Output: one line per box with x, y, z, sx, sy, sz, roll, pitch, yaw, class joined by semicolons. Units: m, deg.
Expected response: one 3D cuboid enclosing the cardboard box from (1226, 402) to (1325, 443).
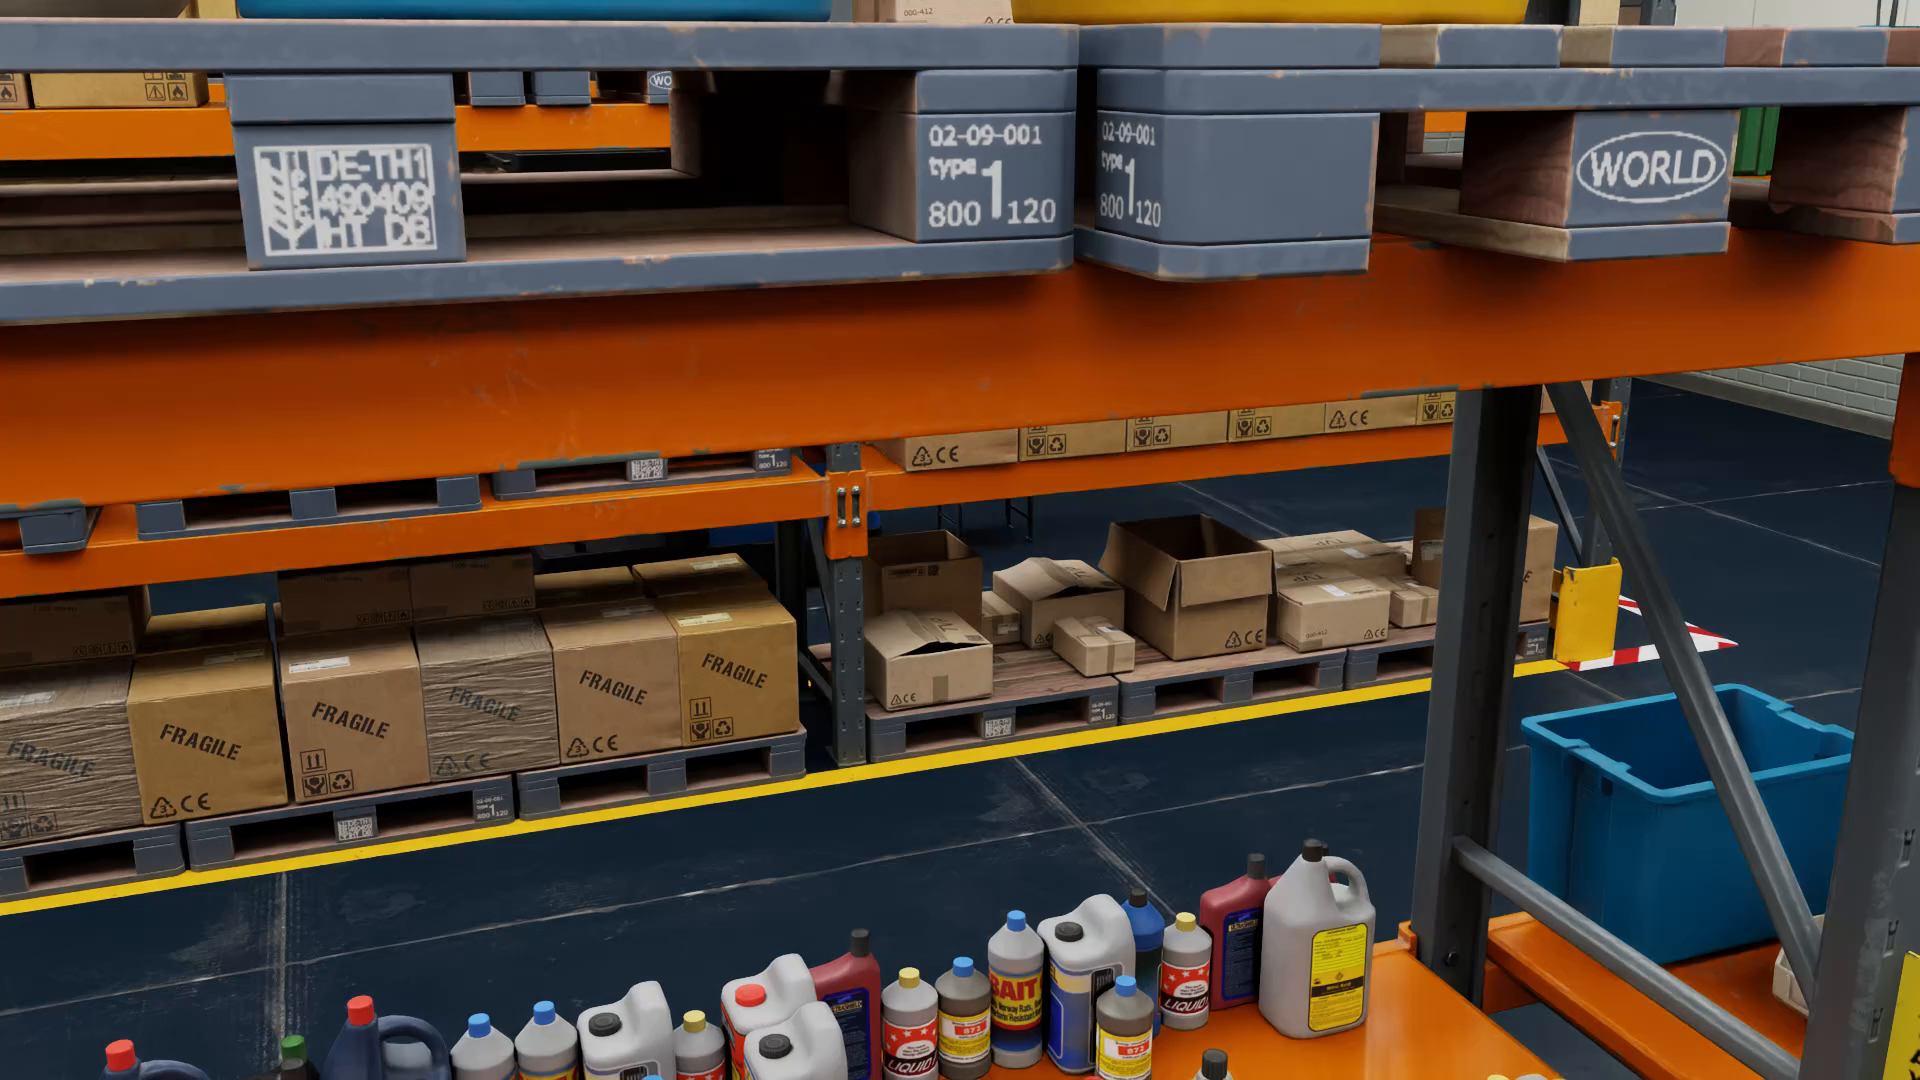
1.349;-0.764;7.700;0.500;0.500;0.500;-6;18;-21;cardboard box

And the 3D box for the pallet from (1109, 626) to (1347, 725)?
1.139;0.562;8.309;1.213;0.211;1.003;-6;17;-20;pallet

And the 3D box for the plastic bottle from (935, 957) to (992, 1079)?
0.006;0.814;2.855;0.097;0.201;0.097;0;16;0;plastic bottle

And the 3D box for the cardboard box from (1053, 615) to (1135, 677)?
0.629;0.490;7.852;0.250;0.166;0.380;-6;17;-20;cardboard box

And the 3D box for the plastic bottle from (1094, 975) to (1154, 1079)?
0.277;0.831;2.799;0.097;0.201;0.097;0;16;0;plastic bottle

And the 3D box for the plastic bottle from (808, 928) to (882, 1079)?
-0.200;0.791;2.787;0.133;0.283;0.061;-6;17;-20;plastic bottle

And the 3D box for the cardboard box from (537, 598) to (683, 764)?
-1.467;0.578;6.960;0.500;0.500;0.500;-6;17;-20;cardboard box

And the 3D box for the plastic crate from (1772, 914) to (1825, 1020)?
1.611;0.809;2.880;0.243;0.136;0.396;-6;17;-20;plastic crate

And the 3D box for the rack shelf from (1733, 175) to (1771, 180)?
2.992;-0.575;3.185;4.000;0.370;1.077;-6;17;-20;rack shelf

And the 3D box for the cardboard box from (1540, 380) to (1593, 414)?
2.770;-0.917;8.220;0.500;0.500;0.500;-6;17;-18;cardboard box

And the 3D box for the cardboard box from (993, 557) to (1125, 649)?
0.487;0.289;8.283;0.500;0.311;0.500;-6;17;-20;cardboard box

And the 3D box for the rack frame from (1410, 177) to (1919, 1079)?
1.125;0.721;2.819;0.127;3.000;1.000;-6;17;-20;rack frame

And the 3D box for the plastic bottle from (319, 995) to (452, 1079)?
-0.857;0.843;2.493;0.185;0.351;0.144;-6;17;-20;plastic bottle

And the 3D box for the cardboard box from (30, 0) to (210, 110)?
-3.022;-1.823;5.982;0.500;0.500;0.910;-6;17;-20;cardboard box

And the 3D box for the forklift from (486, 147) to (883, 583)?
-2.024;-1.153;9.323;3.031;2.935;1.130;-7;18;-22;forklift

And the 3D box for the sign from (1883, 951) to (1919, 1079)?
1.320;0.733;2.287;0.005;0.325;0.100;-6;17;-20;sign

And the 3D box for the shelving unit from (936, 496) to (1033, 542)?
0.155;-1.024;10.359;0.503;2.100;0.431;-6;17;-20;shelving unit

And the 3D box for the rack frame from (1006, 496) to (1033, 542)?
0.382;-1.049;10.443;0.015;2.100;0.400;-6;17;-20;rack frame

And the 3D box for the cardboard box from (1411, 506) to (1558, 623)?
2.671;0.122;8.515;0.500;0.500;0.500;-6;17;-20;cardboard box

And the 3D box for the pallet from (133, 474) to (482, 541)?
-2.565;-0.285;6.584;1.213;0.211;1.003;-6;17;-20;pallet

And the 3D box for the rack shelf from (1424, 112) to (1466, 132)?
1.223;-1.878;7.624;4.000;0.370;1.077;-6;17;-20;rack shelf

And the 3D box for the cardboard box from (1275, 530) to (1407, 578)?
2.015;0.153;8.853;0.500;0.250;0.500;-6;17;-20;cardboard box

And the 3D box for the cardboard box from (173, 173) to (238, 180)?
-4.860;-2.258;10.894;0.500;0.250;0.500;-7;18;-21;cardboard box

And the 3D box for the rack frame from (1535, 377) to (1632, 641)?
3.091;-0.986;8.632;0.127;3.000;1.000;-6;17;-20;rack frame

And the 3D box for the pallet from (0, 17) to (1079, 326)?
-0.630;-0.408;1.675;1.213;0.211;1.003;-6;17;-20;pallet

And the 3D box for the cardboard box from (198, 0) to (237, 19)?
-4.726;-3.364;10.449;0.500;0.500;0.700;-5;17;-17;cardboard box

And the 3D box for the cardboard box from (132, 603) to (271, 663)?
-3.107;0.601;6.884;0.500;0.500;0.500;-7;18;-22;cardboard box

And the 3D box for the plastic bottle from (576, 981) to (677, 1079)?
-0.525;0.844;2.622;0.135;0.276;0.152;-6;17;-20;plastic bottle

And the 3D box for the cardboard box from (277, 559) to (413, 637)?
-2.585;0.182;6.979;0.500;0.250;0.500;-7;18;-21;cardboard box

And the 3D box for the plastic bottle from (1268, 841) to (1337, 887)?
0.630;0.702;3.092;0.133;0.283;0.061;-6;17;-20;plastic bottle

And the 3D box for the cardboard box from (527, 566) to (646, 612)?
-1.677;0.447;7.408;0.500;0.500;0.500;-6;17;-19;cardboard box

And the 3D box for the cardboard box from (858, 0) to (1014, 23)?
-0.101;-2.173;6.731;0.500;0.250;0.500;-6;17;-20;cardboard box

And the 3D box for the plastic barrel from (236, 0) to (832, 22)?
-0.414;-0.948;1.544;0.708;0.901;0.600;-6;17;-20;plastic barrel

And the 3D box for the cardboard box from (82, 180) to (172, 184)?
-5.138;-2.075;10.268;0.500;0.250;0.500;-6;18;-21;cardboard box

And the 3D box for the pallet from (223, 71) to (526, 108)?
-2.246;-1.779;6.343;1.003;0.211;1.213;-6;17;-20;pallet

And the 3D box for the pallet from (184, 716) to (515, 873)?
-2.531;0.971;6.916;1.213;0.211;1.003;-6;17;-20;pallet

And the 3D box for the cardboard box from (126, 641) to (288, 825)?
-2.895;0.735;6.428;0.500;0.500;0.500;-6;18;-21;cardboard box

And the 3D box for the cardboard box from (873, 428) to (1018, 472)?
-0.071;-0.610;7.175;0.500;0.500;0.500;-6;17;-19;cardboard box

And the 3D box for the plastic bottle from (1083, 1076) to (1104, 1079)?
0.159;0.904;2.283;0.185;0.351;0.144;-6;17;-20;plastic bottle

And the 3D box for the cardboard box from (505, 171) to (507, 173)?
-2.765;-2.331;11.142;0.500;0.250;0.500;-6;17;-19;cardboard box

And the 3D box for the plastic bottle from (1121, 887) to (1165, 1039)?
0.313;0.747;2.959;0.097;0.271;0.097;0;16;0;plastic bottle

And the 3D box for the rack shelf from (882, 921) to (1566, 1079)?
-0.743;1.268;2.234;4.000;0.370;1.077;-6;17;-20;rack shelf
